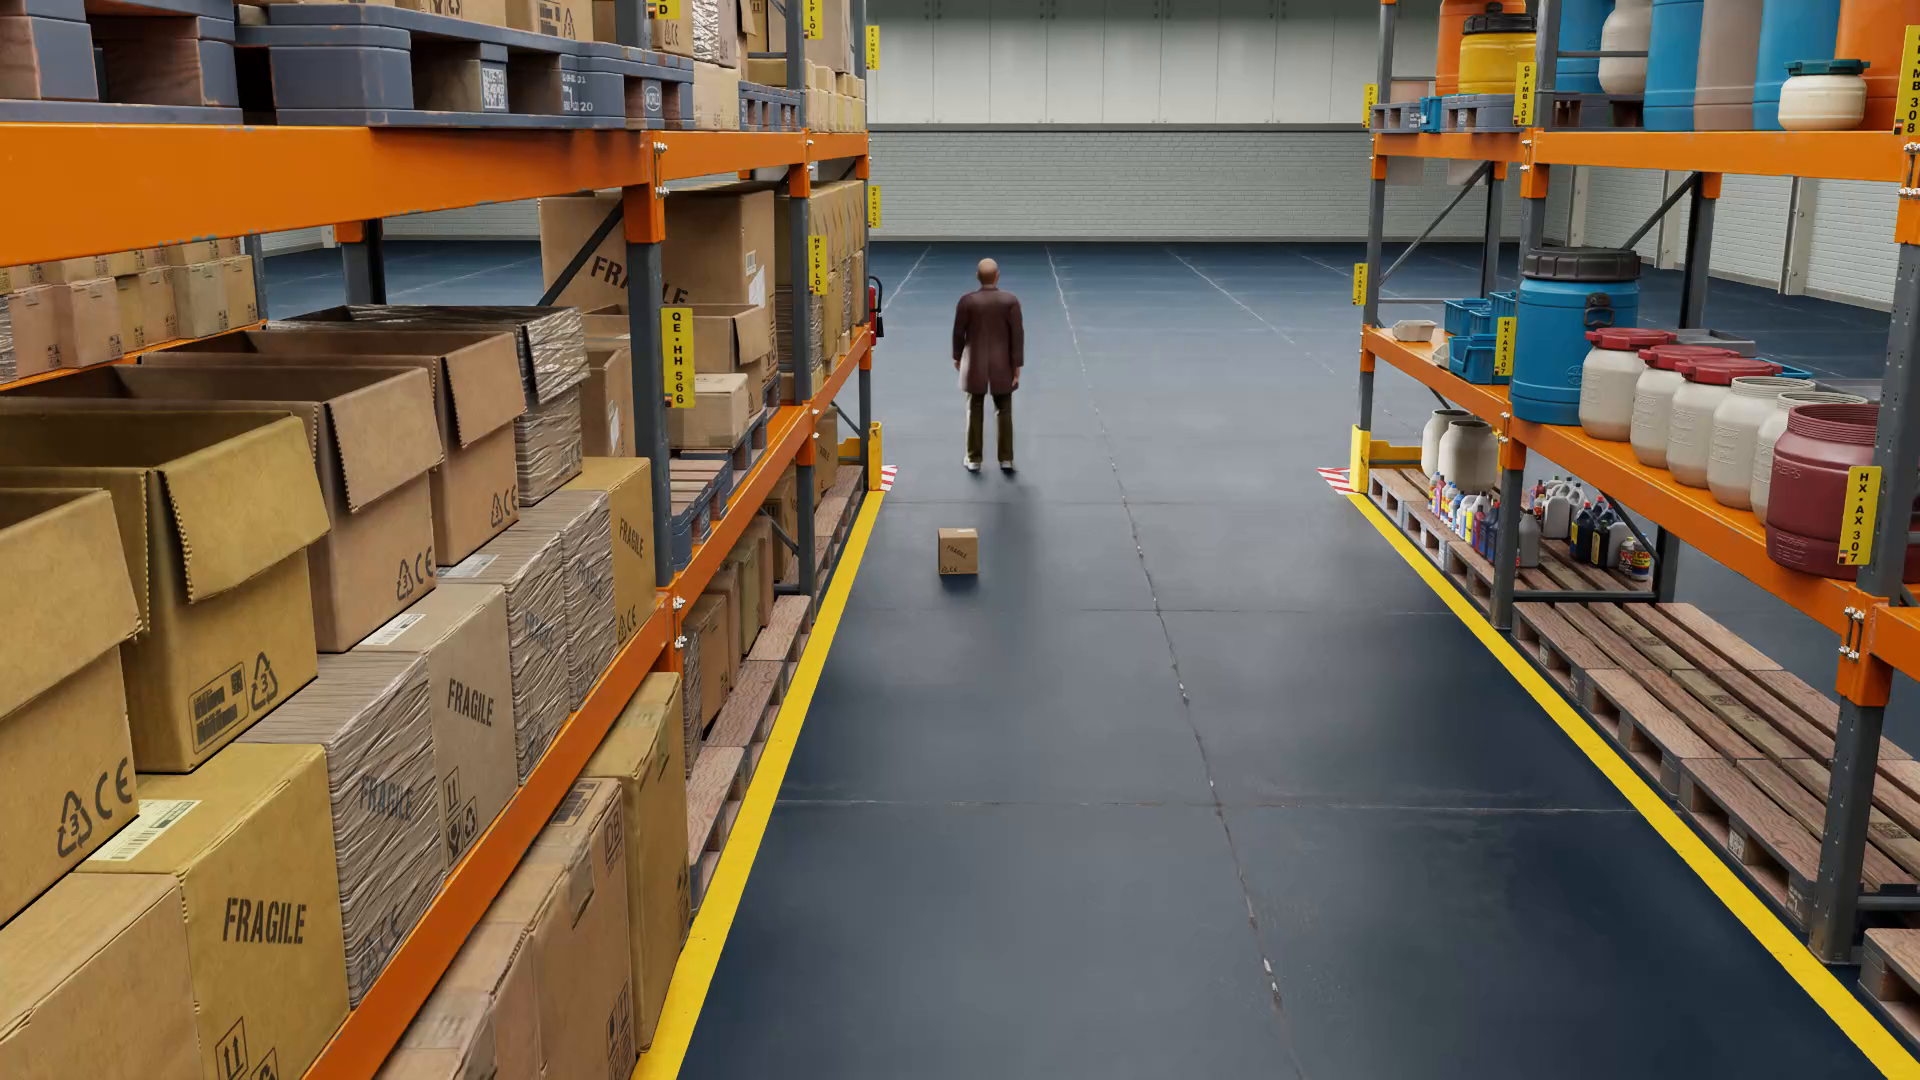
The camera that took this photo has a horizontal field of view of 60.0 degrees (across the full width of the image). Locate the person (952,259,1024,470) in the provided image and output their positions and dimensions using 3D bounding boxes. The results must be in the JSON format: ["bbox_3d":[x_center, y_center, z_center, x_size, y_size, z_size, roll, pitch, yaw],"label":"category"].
[{"bbox_3d":[0.226,-1.466,14.014,0.591,1.806,0.490,-1,14,-4],"label":"person"}]
